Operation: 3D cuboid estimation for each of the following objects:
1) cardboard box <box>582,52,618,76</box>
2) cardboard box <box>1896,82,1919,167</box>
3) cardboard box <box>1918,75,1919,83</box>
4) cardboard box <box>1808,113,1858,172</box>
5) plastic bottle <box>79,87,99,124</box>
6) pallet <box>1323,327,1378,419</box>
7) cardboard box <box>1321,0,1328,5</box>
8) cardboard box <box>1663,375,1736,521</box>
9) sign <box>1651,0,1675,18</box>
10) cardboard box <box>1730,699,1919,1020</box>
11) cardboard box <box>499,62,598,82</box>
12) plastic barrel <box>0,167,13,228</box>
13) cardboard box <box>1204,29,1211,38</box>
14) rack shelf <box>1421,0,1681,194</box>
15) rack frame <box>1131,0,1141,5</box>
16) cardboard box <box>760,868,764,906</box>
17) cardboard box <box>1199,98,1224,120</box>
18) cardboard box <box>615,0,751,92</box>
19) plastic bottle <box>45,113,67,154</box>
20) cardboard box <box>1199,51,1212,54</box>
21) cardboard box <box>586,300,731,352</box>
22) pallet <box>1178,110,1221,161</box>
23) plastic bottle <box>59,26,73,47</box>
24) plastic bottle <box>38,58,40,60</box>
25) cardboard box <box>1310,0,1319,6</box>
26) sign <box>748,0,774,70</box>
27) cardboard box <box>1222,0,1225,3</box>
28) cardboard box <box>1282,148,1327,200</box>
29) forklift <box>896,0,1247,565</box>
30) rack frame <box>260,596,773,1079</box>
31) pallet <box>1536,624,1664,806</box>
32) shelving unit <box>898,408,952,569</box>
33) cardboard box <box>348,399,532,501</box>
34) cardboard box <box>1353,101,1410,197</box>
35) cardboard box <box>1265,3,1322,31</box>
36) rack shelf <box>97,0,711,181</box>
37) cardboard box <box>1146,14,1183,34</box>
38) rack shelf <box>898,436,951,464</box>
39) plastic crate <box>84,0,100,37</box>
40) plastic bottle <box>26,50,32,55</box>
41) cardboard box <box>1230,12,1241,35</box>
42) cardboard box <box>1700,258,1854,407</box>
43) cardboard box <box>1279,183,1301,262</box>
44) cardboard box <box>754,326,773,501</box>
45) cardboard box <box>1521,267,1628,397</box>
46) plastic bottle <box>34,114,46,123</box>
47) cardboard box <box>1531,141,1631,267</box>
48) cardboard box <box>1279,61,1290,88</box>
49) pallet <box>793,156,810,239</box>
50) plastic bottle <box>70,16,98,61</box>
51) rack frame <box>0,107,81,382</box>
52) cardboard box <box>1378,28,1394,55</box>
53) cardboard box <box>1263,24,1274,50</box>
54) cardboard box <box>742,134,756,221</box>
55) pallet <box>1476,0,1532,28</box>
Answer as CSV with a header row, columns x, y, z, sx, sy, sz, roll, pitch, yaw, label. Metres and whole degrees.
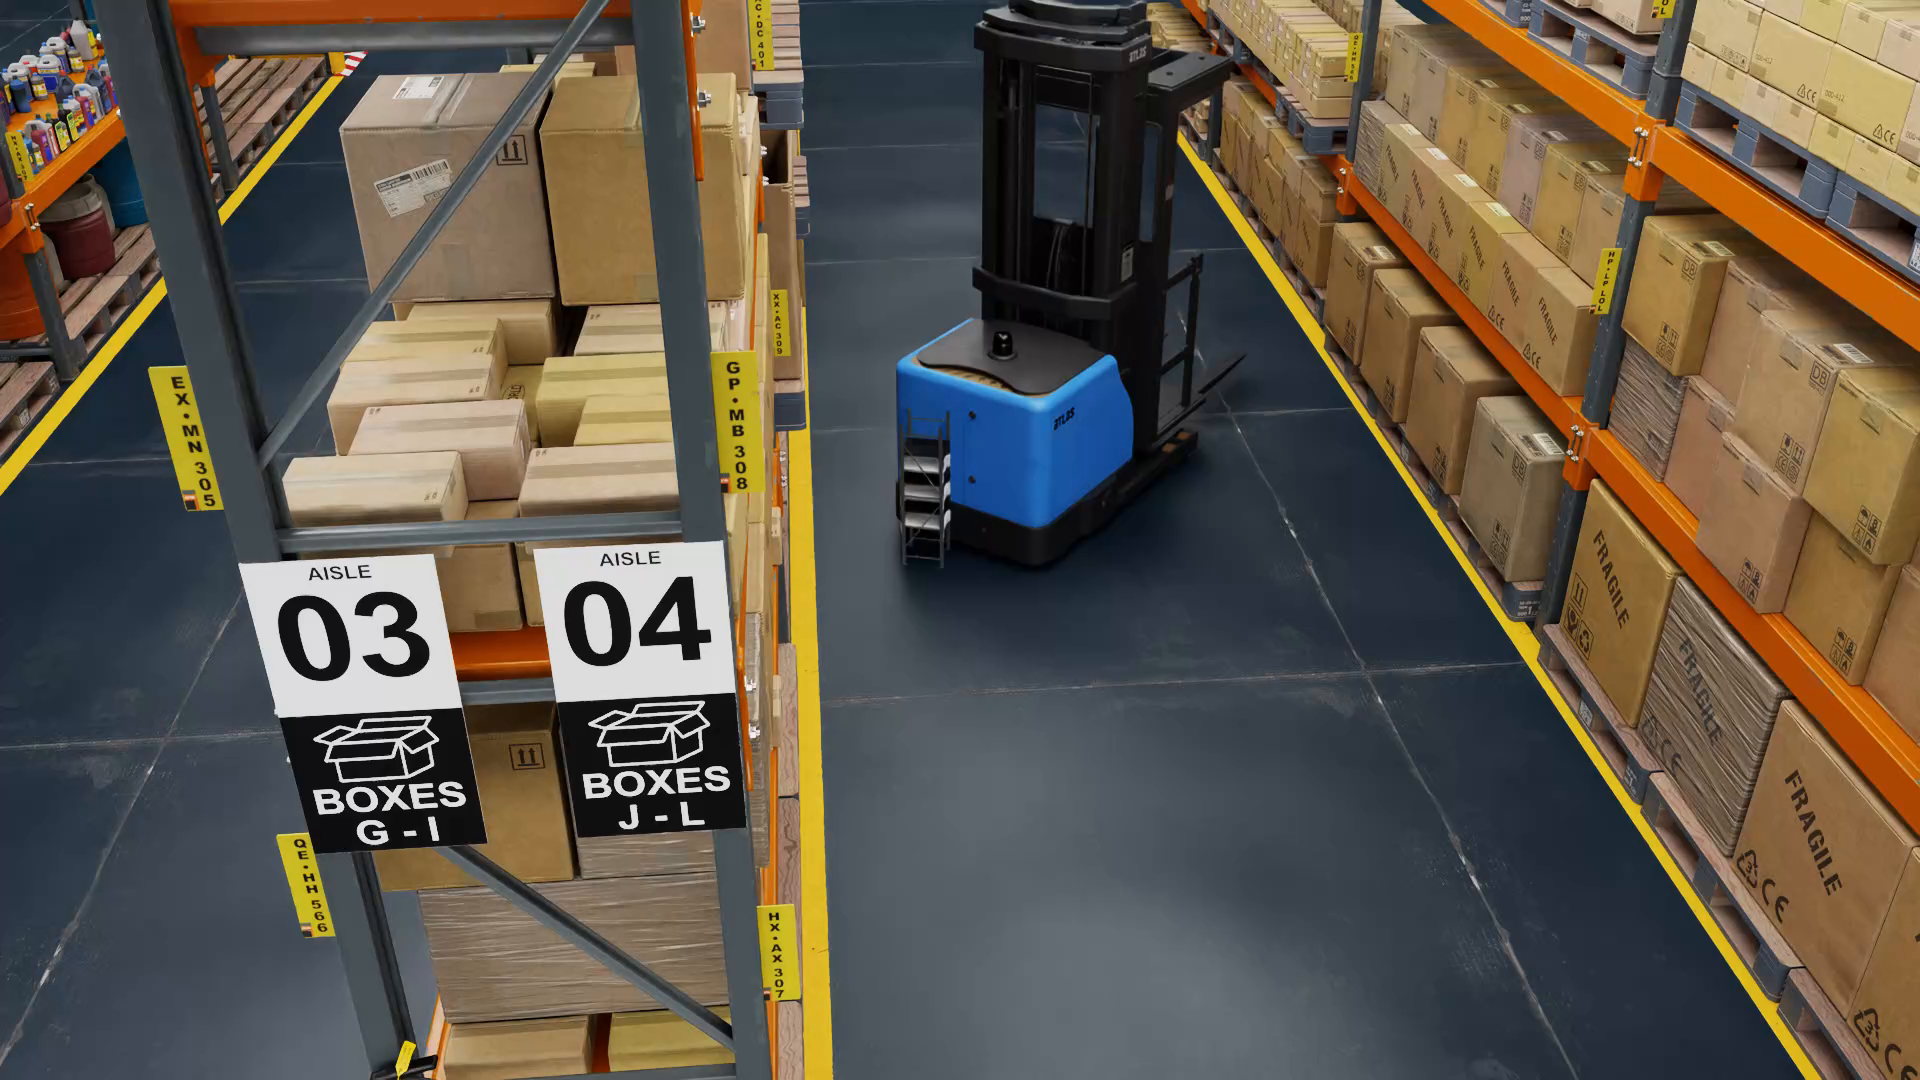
x,y,z,sx,sy,sz,roll,pitch,yaw,label
-1.322,-2.351,7.326,0.797,0.503,0.637,-4,31,-7,cardboard box
3.482,-1.318,5.456,0.500,0.250,0.500,-2,31,-4,cardboard box
3.409,-1.547,5.450,0.380,0.149,0.250,-3,31,-5,cardboard box
3.364,-1.462,6.085,0.380,0.149,0.250,-3,31,-5,cardboard box
-6.492,-3.230,12.359,0.097,0.271,0.097,0,31,0,plastic bottle
3.196,-1.219,11.586,1.003,0.211,1.213,-3,31,-5,pallet
3.148,-4.468,13.561,0.380,0.149,0.250,-4,31,-6,cardboard box
3.691,-0.377,7.310,0.875,0.550,0.550,-3,31,-5,cardboard box
3.032,-2.394,7.097,0.100,0.325,0.005,-3,31,-5,sign
3.731,1.202,6.476,0.875,0.875,0.875,-3,31,-5,cardboard box
-1.653,-1.808,6.685,0.380,0.149,0.250,-4,31,-6,cardboard box
-6.337,-2.235,10.435,0.600,0.536,0.708,-3,31,-5,plastic barrel
2.830,-5.468,17.770,0.380,0.149,0.250,-4,31,-7,cardboard box
3.384,-2.780,9.256,1.077,0.370,4.000,-3,31,-5,rack shelf
2.450,-6.907,18.389,1.000,3.000,0.127,-3,31,-5,rack frame
-0.805,1.142,5.158,0.380,0.149,0.250,-3,31,-5,cardboard box
2.478,-4.094,15.760,0.380,0.149,0.250,-2,31,-4,cardboard box
-1.081,-2.050,6.457,0.500,0.500,0.500,-4,31,-6,cardboard box
-6.411,-2.892,11.781,0.061,0.283,0.133,-3,31,-5,plastic bottle
2.374,-4.771,16.603,0.380,0.149,0.250,-4,31,-7,cardboard box
-0.846,-0.625,4.704,0.380,0.149,0.250,-3,31,-5,cardboard box
2.726,-4.009,16.256,1.003,0.211,1.213,-3,31,-5,pallet
-7.434,-4.115,13.829,0.061,0.283,0.133,-3,31,-5,plastic bottle
-7.356,-3.755,13.305,0.097,0.201,0.097,0,31,0,plastic bottle
3.133,-4.470,13.855,0.380,0.149,0.250,-4,31,-6,cardboard box
-0.837,-2.134,6.968,0.100,0.325,0.005,-3,31,-5,sign
2.429,-4.709,14.255,0.380,0.149,0.250,-3,31,-6,cardboard box
2.814,-2.845,12.886,0.500,0.250,0.500,-2,31,-4,cardboard box
0.862,-1.826,9.949,1.130,2.935,3.031,19,36,29,forklift
-1.003,1.448,4.401,1.000,3.000,0.127,-3,31,-5,rack frame
3.564,0.809,8.190,1.003,0.211,1.213,-3,31,-5,pallet
-0.193,-0.284,9.349,0.258,0.900,0.210,6,31,9,shelving unit
-1.247,-0.212,4.012,0.380,0.149,0.250,-4,31,-6,cardboard box
2.970,-2.623,11.120,0.500,0.500,0.500,-2,31,-4,cardboard box
2.576,-4.039,12.842,0.380,0.149,0.250,-1,31,-2,cardboard box
-1.190,-1.838,4.758,1.077,0.370,4.000,-3,31,-5,rack shelf
2.202,-5.565,17.933,0.380,0.149,0.250,-3,31,-5,cardboard box
-0.194,-0.488,9.227,0.258,0.077,0.200,6,31,9,rack shelf
-7.439,-4.682,14.621,0.392,0.384,0.575,-3,31,-5,plastic crate
-7.363,-3.730,13.184,0.061,0.283,0.133,-3,31,-5,plastic bottle
2.476,-4.317,13.888,0.380,0.149,0.250,-2,31,-4,cardboard box
3.738,-0.843,7.037,0.875,0.550,0.550,-3,31,-5,cardboard box
2.831,-2.518,13.070,0.500,0.500,0.500,-2,31,-3,cardboard box
-0.967,-0.467,6.245,0.500,0.500,0.500,-3,31,-5,cardboard box
3.256,-1.077,8.531,0.500,0.500,0.500,-3,31,-5,cardboard box
-6.488,-2.874,11.763,0.097,0.271,0.097,0,31,0,plastic bottle
3.469,-1.768,8.713,0.700,0.500,0.500,-3,31,-5,cardboard box
2.628,-3.510,12.538,0.380,0.149,0.250,-3,31,-5,cardboard box
-1.578,-2.195,10.688,1.213,0.211,1.003,-3,31,-5,pallet
-7.342,-4.204,13.912,0.144,0.351,0.185,-3,31,-5,plastic bottle
-6.682,-2.399,10.842,1.000,3.000,0.127,-3,31,-5,rack frame
3.301,-3.658,12.205,0.380,0.149,0.250,-3,31,-5,cardboard box
2.575,-3.911,12.919,0.380,0.149,0.250,-2,31,-3,cardboard box
-1.036,-1.330,6.273,0.500,0.250,0.500,-2,31,-3,cardboard box
3.418,-3.132,9.328,1.003,0.211,1.213,-1,31,-2,pallet
